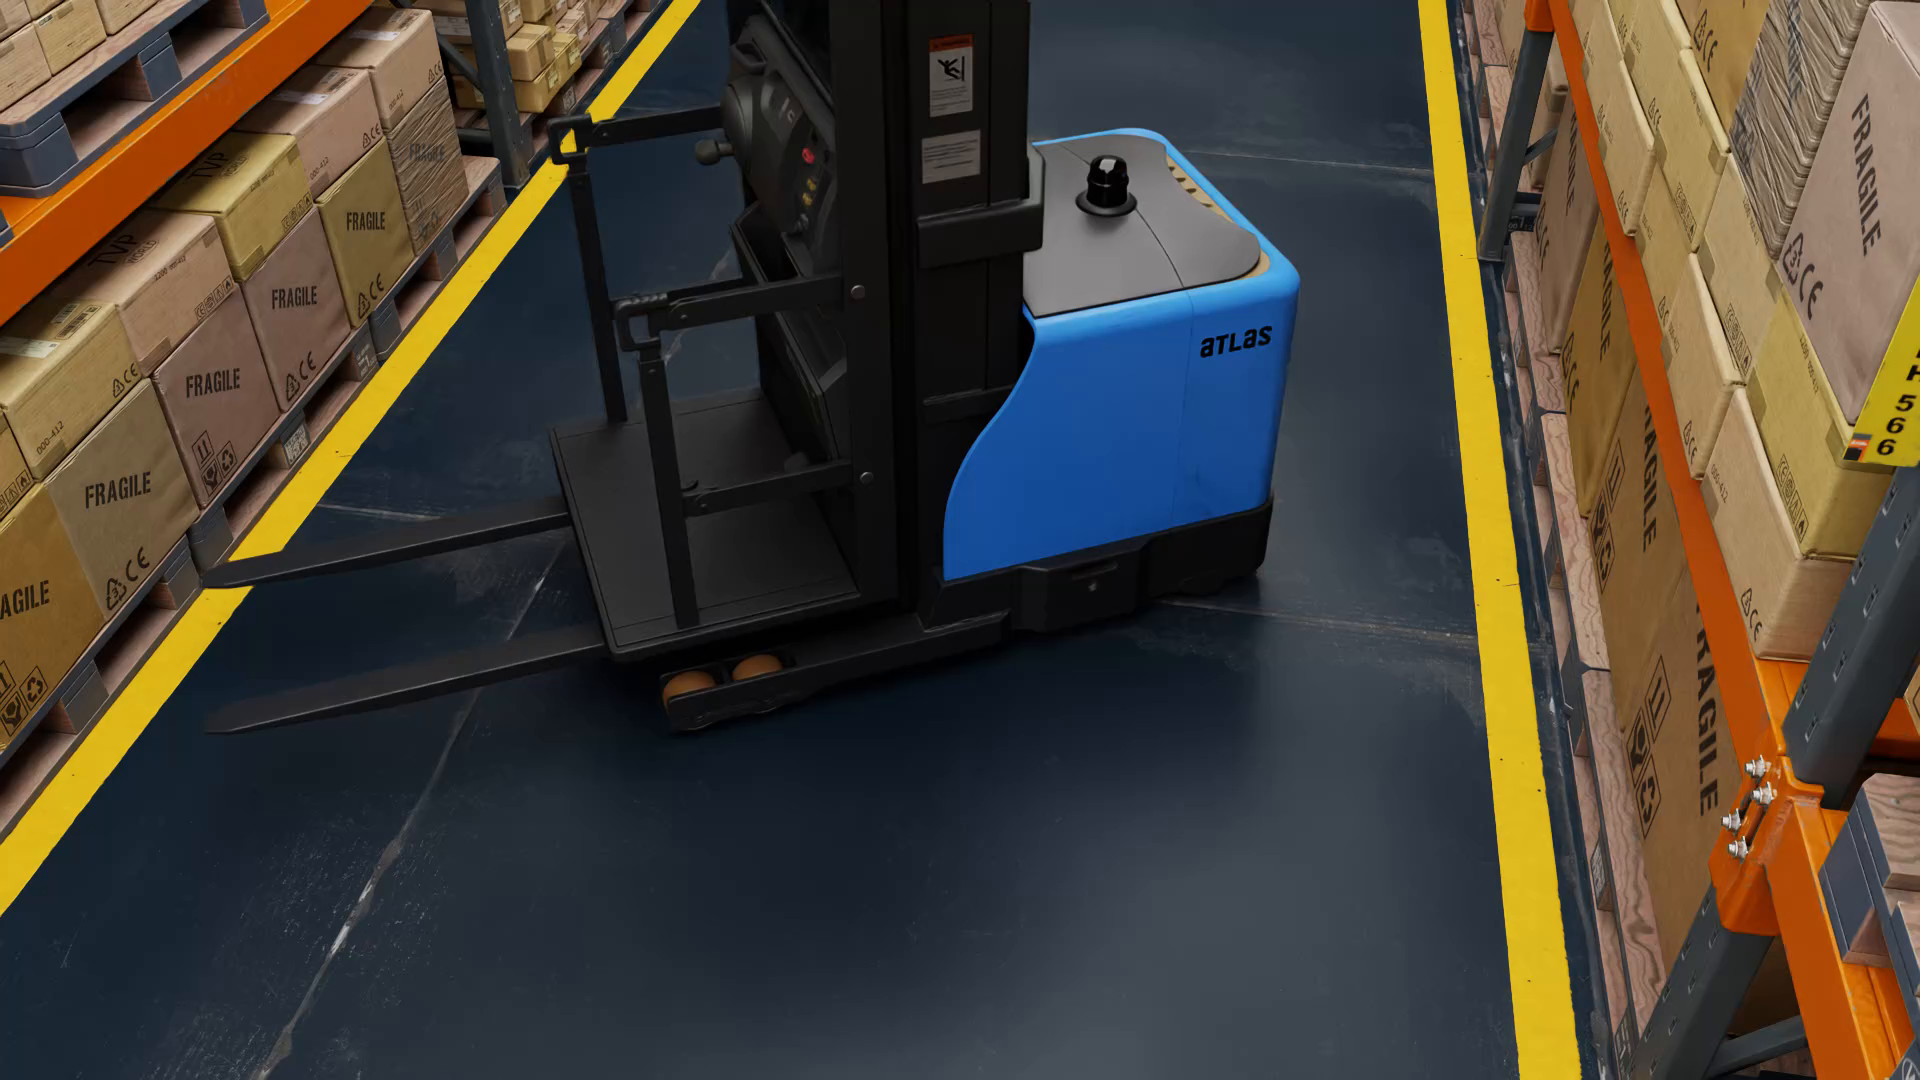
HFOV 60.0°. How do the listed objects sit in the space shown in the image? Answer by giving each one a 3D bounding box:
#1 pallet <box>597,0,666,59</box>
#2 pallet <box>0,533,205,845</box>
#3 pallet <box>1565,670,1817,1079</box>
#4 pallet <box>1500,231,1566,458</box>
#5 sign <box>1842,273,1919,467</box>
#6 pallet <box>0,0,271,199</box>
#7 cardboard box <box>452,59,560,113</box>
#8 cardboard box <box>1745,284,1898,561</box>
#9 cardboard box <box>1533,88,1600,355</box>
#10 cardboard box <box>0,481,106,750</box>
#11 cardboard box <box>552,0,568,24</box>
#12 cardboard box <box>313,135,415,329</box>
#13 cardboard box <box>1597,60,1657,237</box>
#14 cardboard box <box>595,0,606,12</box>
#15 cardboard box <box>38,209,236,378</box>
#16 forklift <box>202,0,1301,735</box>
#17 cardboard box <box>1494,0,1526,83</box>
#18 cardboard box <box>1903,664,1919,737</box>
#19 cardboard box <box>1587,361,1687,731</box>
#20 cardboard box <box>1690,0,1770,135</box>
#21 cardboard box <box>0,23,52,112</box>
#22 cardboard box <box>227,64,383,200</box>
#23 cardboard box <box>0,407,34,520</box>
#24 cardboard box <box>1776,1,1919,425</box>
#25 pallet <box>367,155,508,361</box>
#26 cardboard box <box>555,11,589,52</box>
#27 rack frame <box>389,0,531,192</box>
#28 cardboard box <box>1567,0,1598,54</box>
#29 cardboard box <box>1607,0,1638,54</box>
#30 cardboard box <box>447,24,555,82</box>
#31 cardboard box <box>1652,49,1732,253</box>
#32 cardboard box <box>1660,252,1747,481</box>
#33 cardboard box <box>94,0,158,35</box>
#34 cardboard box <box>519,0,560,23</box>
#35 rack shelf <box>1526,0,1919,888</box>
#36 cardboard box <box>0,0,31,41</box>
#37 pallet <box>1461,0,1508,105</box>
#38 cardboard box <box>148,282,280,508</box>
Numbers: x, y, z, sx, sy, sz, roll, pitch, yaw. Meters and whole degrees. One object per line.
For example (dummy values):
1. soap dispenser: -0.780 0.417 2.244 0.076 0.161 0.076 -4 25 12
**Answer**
1. pallet: -2.051 -2.841 8.521 1.003 0.211 1.213 6 40 8
2. pallet: -2.896 0.372 4.634 1.003 0.211 1.213 6 40 8
3. pallet: 2.071 0.858 4.046 1.003 0.211 1.213 6 40 8
4. pallet: 2.493 -0.673 5.898 1.003 0.211 1.213 6 40 8
5. sign: 1.313 -0.235 2.272 0.100 0.325 0.005 6 40 8
6. pallet: -2.731 -1.385 4.722 1.003 0.211 1.213 6 40 8
7. cardboard box: -1.961 -1.979 7.197 0.380 0.149 0.250 5 40 6
8. cardboard box: 1.693 -0.197 2.859 0.500 0.250 0.500 6 40 8
9. cardboard box: 2.524 -1.185 5.667 0.875 0.875 0.875 8 40 9
10. cardboard box: -2.659 0.173 4.318 0.500 0.500 0.500 5 40 6
11. cardboard box: -2.001 -2.418 7.495 0.380 0.149 0.250 6 40 7
12. cardboard box: -2.310 -1.107 5.867 0.500 0.500 0.500 6 40 7
13. cardboard box: 1.928 -0.978 4.196 0.500 0.250 0.500 6 40 7
14. cardboard box: -1.917 -2.645 8.003 0.380 0.149 0.250 5 40 6
15. cardboard box: -2.489 -0.733 4.826 0.500 0.250 0.500 7 40 8
16. forklift: -0.641 -0.984 4.139 3.031 2.935 1.130 -13 41 -15
17. cardboard box: 2.921 -2.359 7.430 0.875 0.438 0.875 5 40 6
18. cardboard box: 1.554 0.212 1.998 0.500 0.500 0.500 5 40 6
19. cardboard box: 2.220 -0.057 4.302 0.875 0.875 0.875 7 40 8
20. cardboard box: 1.865 -1.141 3.413 0.500 0.500 0.500 6 40 8
21. cardboard box: -2.575 -1.210 4.228 0.380 0.149 0.250 8 40 9
22. cardboard box: -2.323 -1.394 5.625 0.500 0.250 0.500 8 40 10
23. cardboard box: -2.675 -0.106 4.068 0.500 0.250 0.500 5 40 6
24. cardboard box: 1.692 -0.507 2.646 0.500 0.500 0.500 5 40 6
25. pallet: -2.474 -1.159 6.486 1.003 0.211 1.213 6 40 8
26. cardboard box: -1.923 -2.308 7.595 0.380 0.149 0.250 6 40 7
27. rack frame: -2.341 -2.723 6.189 1.000 3.000 0.127 6 40 8
28. cardboard box: 2.128 -1.610 4.962 0.500 0.250 0.500 5 40 7
29. cardboard box: 2.022 -1.486 4.419 0.500 0.250 0.500 7 40 8
30. cardboard box: -1.963 -2.093 7.101 0.380 0.149 0.250 8 40 10
31. cardboard box: 1.847 -0.842 3.640 0.500 0.250 0.500 5 40 7
32. cardboard box: 1.765 -0.340 3.425 0.500 0.250 0.500 7 40 8
33. cardboard box: -2.483 -1.531 4.616 0.380 0.149 0.250 5 40 6
34. cardboard box: -1.971 -2.375 7.209 0.380 0.149 0.250 8 40 10
35. rack shelf: 2.206 -0.708 4.317 1.077 0.370 4.000 6 40 8
36. cardboard box: -2.576 -1.326 4.134 0.380 0.149 0.250 6 40 8
37. pallet: 2.970 -2.402 7.990 1.003 0.211 1.213 6 40 8
38. cardboard box: -2.491 -0.465 5.091 0.500 0.500 0.500 5 40 7
